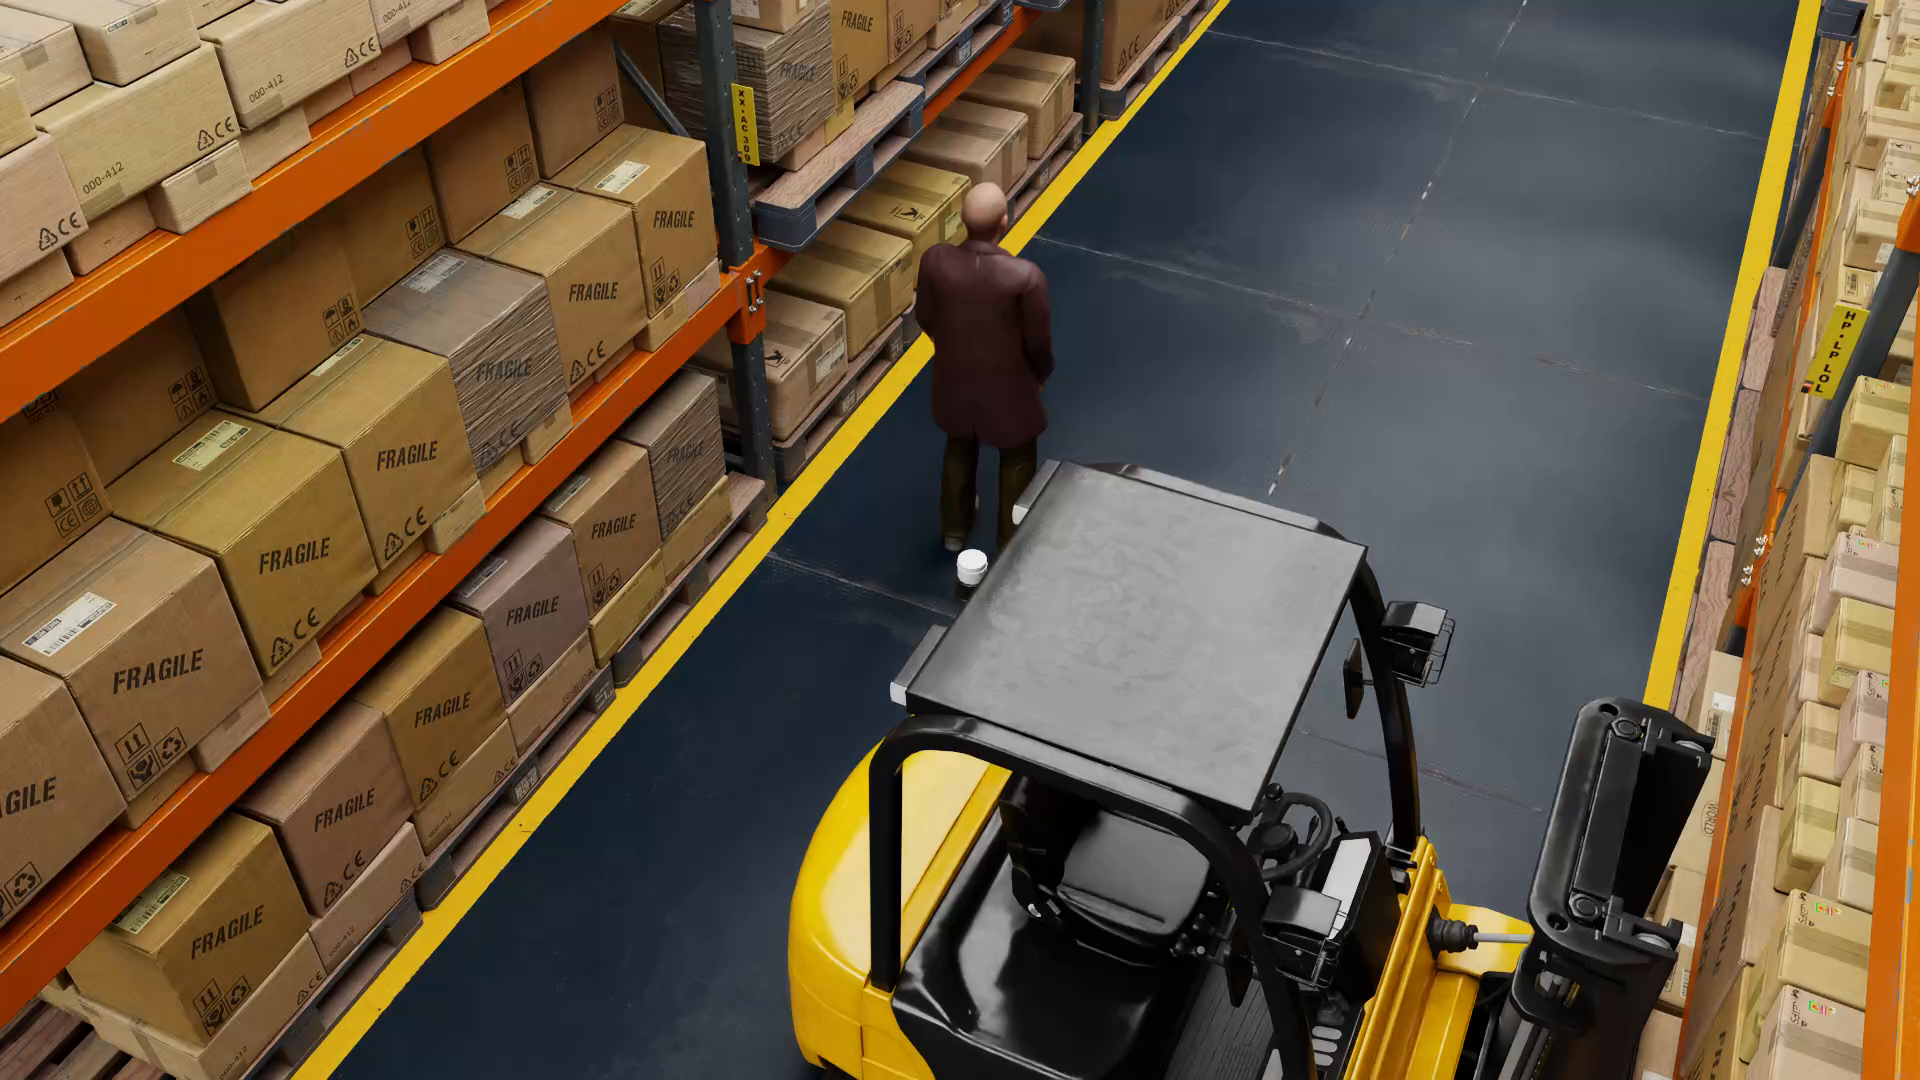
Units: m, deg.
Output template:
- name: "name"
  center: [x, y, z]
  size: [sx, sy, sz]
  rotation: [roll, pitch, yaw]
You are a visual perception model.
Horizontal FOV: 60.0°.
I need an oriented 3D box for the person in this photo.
- name: "person"
  center: [0.113, -0.684, 6.940]
  size: [0.583, 1.780, 0.424]
  rotation: [15, 44, 17]
